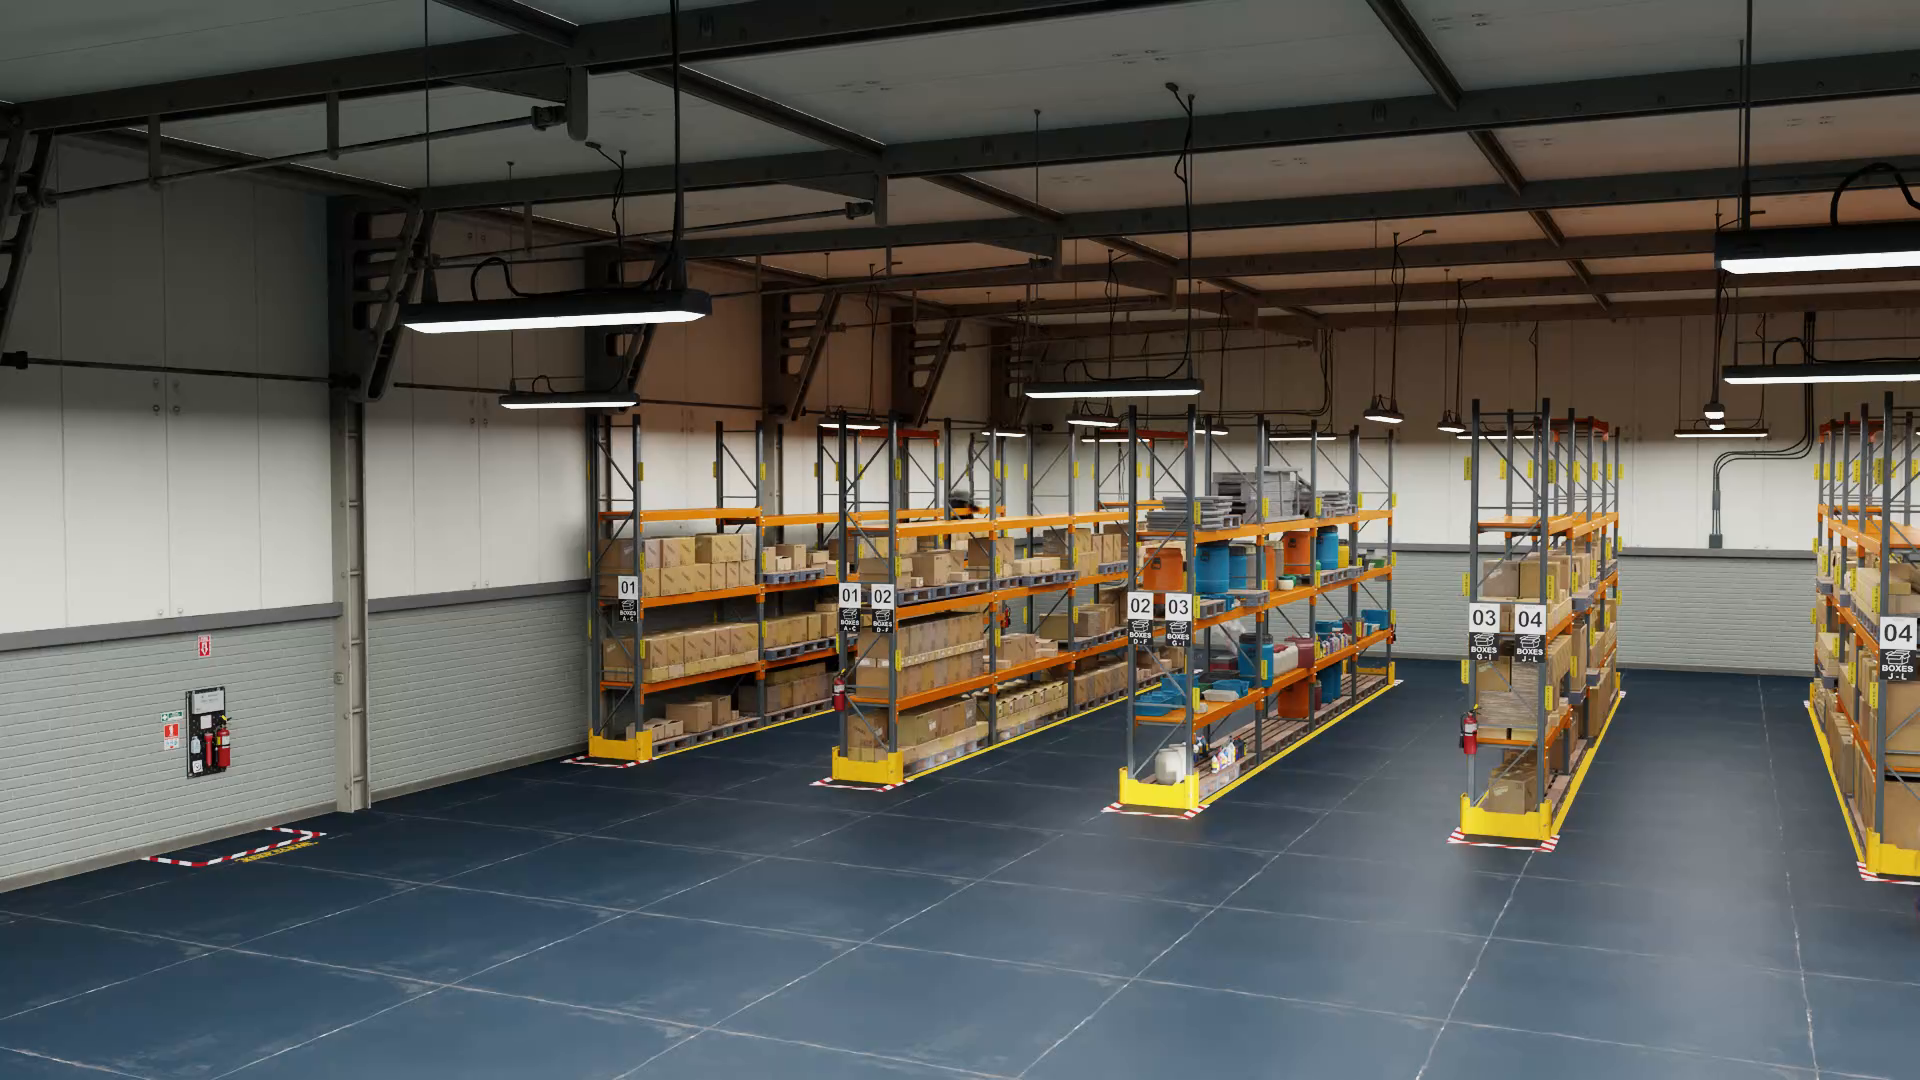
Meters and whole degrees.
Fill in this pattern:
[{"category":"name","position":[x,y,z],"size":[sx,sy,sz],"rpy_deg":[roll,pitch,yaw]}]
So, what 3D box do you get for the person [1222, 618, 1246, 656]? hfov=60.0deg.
[{"category":"person","position":[6.751,2.548,40.942],"size":[0.596,1.542,0.571],"rpy_deg":[0,2,-2]}]
